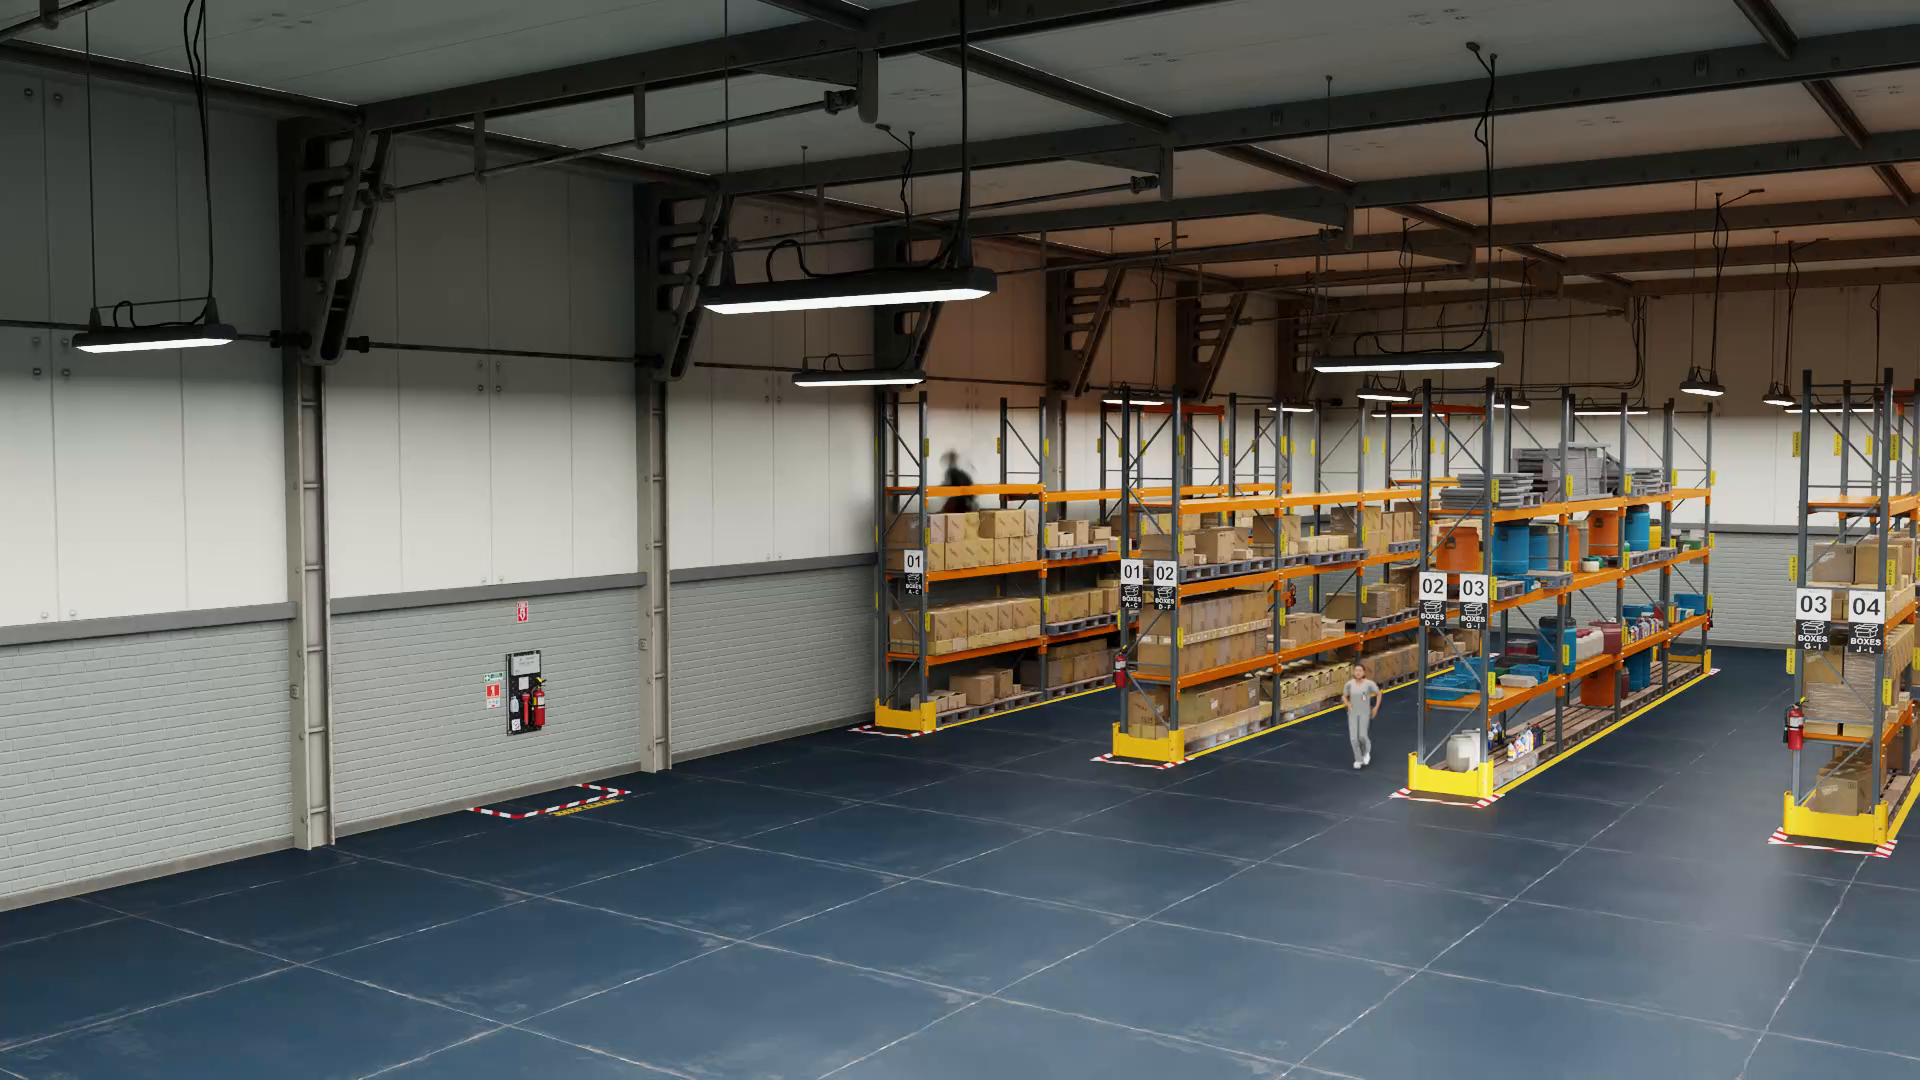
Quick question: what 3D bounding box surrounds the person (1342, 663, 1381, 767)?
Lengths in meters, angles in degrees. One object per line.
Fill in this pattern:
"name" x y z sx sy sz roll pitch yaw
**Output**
"person" 6.240 2.743 25.928 0.589 1.639 0.562 1 3 23
